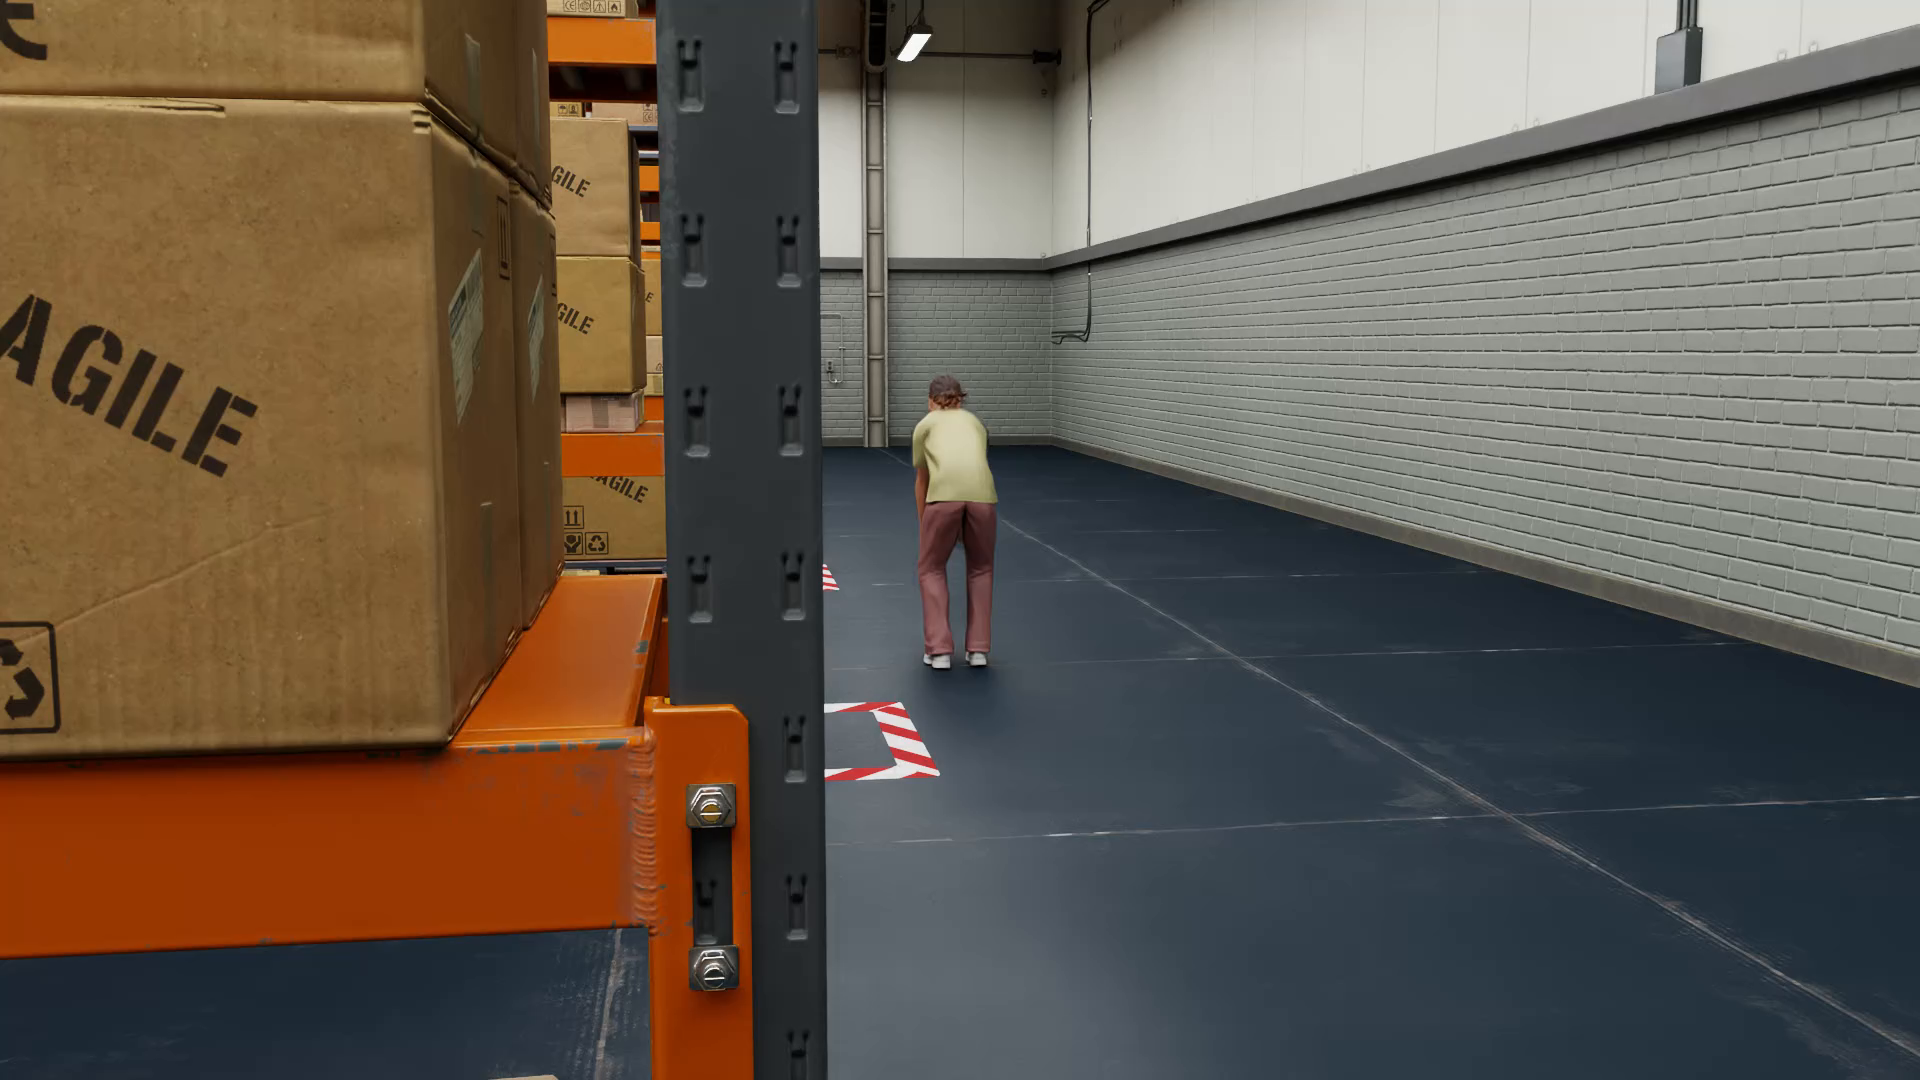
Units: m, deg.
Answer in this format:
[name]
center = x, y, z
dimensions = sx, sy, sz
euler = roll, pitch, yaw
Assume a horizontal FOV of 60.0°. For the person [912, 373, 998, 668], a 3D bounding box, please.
[person]
center = -0.037, -0.109, 8.592
dimensions = 0.406, 1.489, 0.684
euler = -1, 7, -10
